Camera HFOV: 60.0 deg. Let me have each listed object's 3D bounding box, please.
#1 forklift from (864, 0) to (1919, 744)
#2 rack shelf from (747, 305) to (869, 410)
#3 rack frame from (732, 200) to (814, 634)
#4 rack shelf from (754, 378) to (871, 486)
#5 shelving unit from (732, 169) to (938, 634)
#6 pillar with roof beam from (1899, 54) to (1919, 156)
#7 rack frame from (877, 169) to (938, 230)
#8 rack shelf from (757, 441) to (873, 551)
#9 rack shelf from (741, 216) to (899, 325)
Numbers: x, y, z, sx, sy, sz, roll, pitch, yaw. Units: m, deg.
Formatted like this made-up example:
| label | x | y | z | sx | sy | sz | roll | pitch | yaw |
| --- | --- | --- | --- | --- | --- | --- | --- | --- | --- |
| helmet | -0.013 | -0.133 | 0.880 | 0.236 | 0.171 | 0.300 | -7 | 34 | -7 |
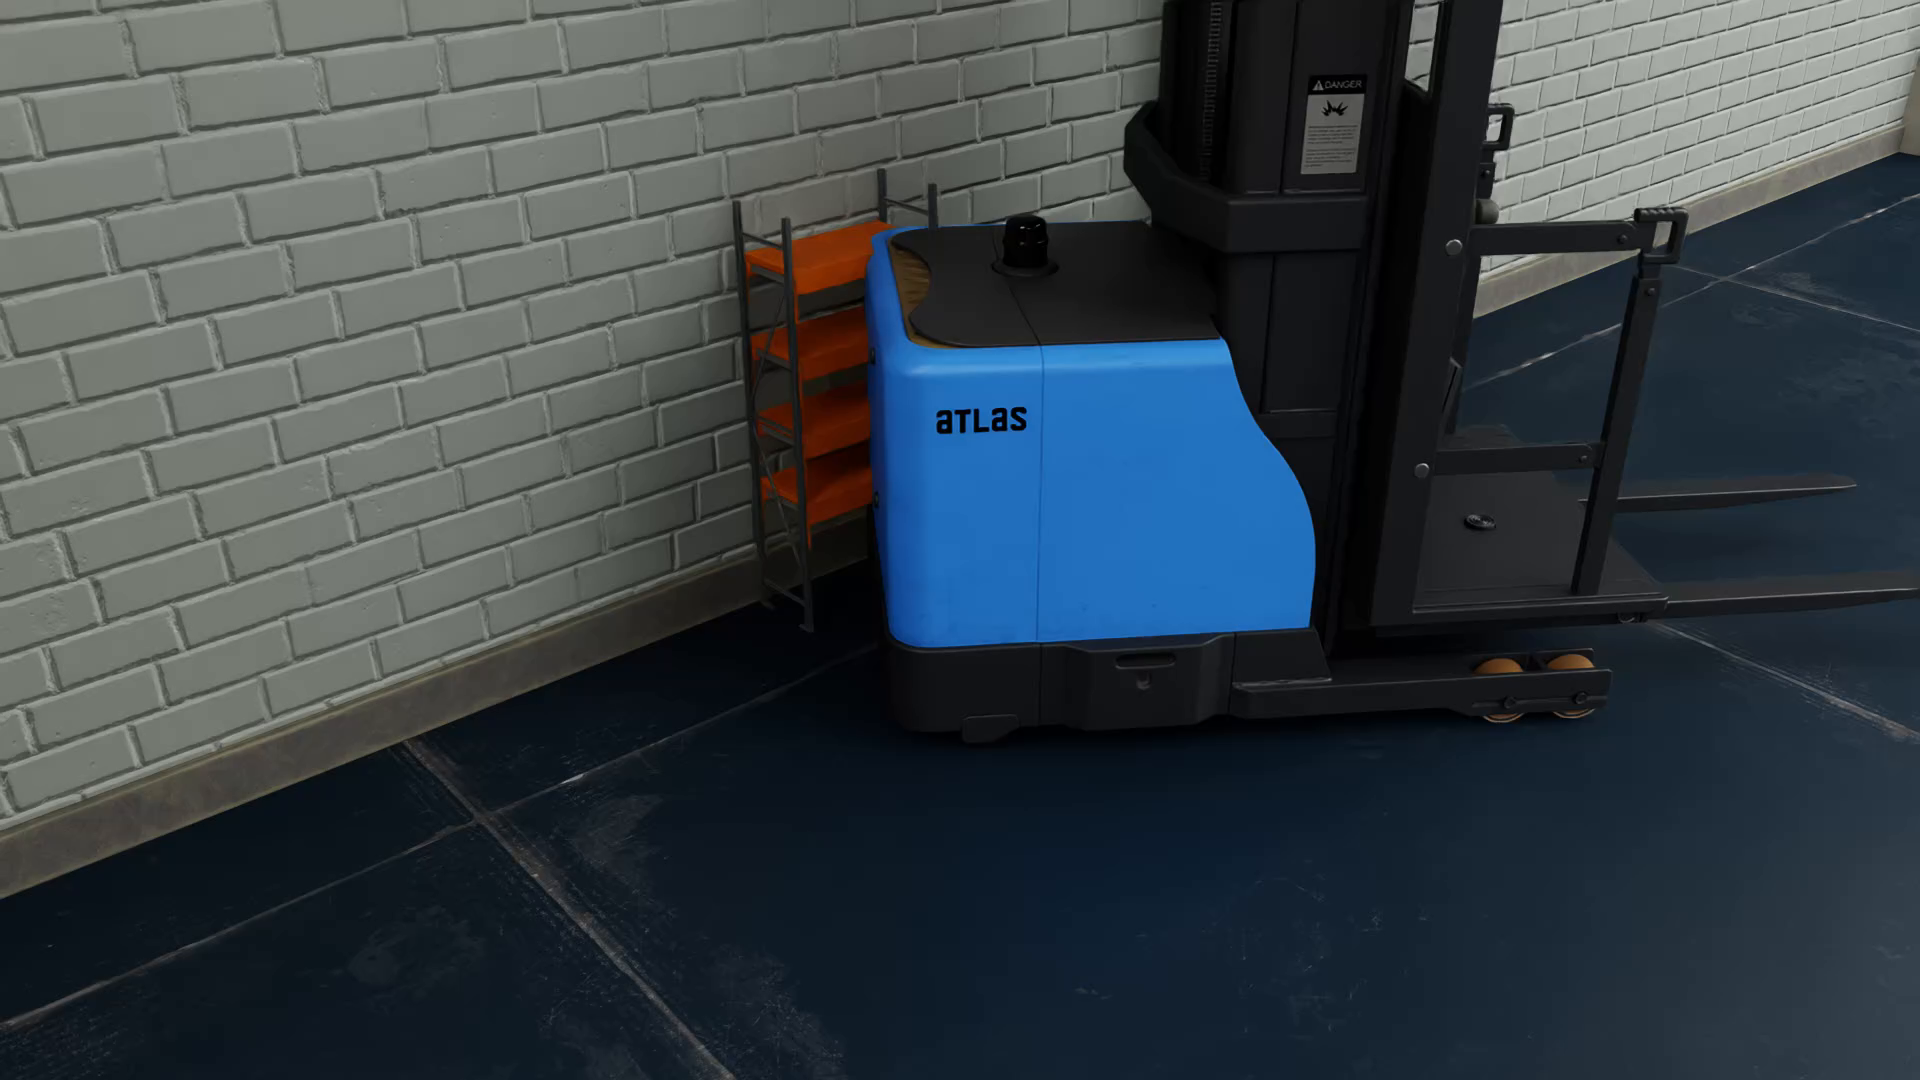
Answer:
| label | x | y | z | sx | sy | sz | roll | pitch | yaw |
| --- | --- | --- | --- | --- | --- | --- | --- | --- | --- |
| forklift | 1.274 | -1.060 | 4.123 | 3.031 | 2.935 | 1.130 | -3 | 28 | -5 |
| rack shelf | -0.325 | -0.526 | 4.614 | 0.480 | 0.148 | 0.258 | -22 | 33 | -36 |
| rack frame | -0.506 | -0.312 | 4.540 | 0.015 | 1.200 | 0.240 | -22 | 33 | -36 |
| rack shelf | -0.322 | -0.325 | 4.714 | 0.480 | 0.148 | 0.258 | -22 | 33 | -36 |
| shelving unit | -0.323 | -0.386 | 4.684 | 0.503 | 1.200 | 0.258 | -22 | 33 | -36 |
| pillar with roof beam | 8.285 | -4.620 | 4.348 | 0.400 | 9.000 | 9.100 | -22 | 35 | -35 |
| rack frame | -0.140 | -0.459 | 4.827 | 0.015 | 1.200 | 0.240 | -22 | 33 | -36 |
| rack shelf | -0.320 | -0.148 | 4.802 | 0.480 | 0.148 | 0.258 | -22 | 33 | -36 |
| rack shelf | -0.327 | -0.737 | 4.508 | 0.480 | 0.148 | 0.258 | -22 | 33 | -36 |
